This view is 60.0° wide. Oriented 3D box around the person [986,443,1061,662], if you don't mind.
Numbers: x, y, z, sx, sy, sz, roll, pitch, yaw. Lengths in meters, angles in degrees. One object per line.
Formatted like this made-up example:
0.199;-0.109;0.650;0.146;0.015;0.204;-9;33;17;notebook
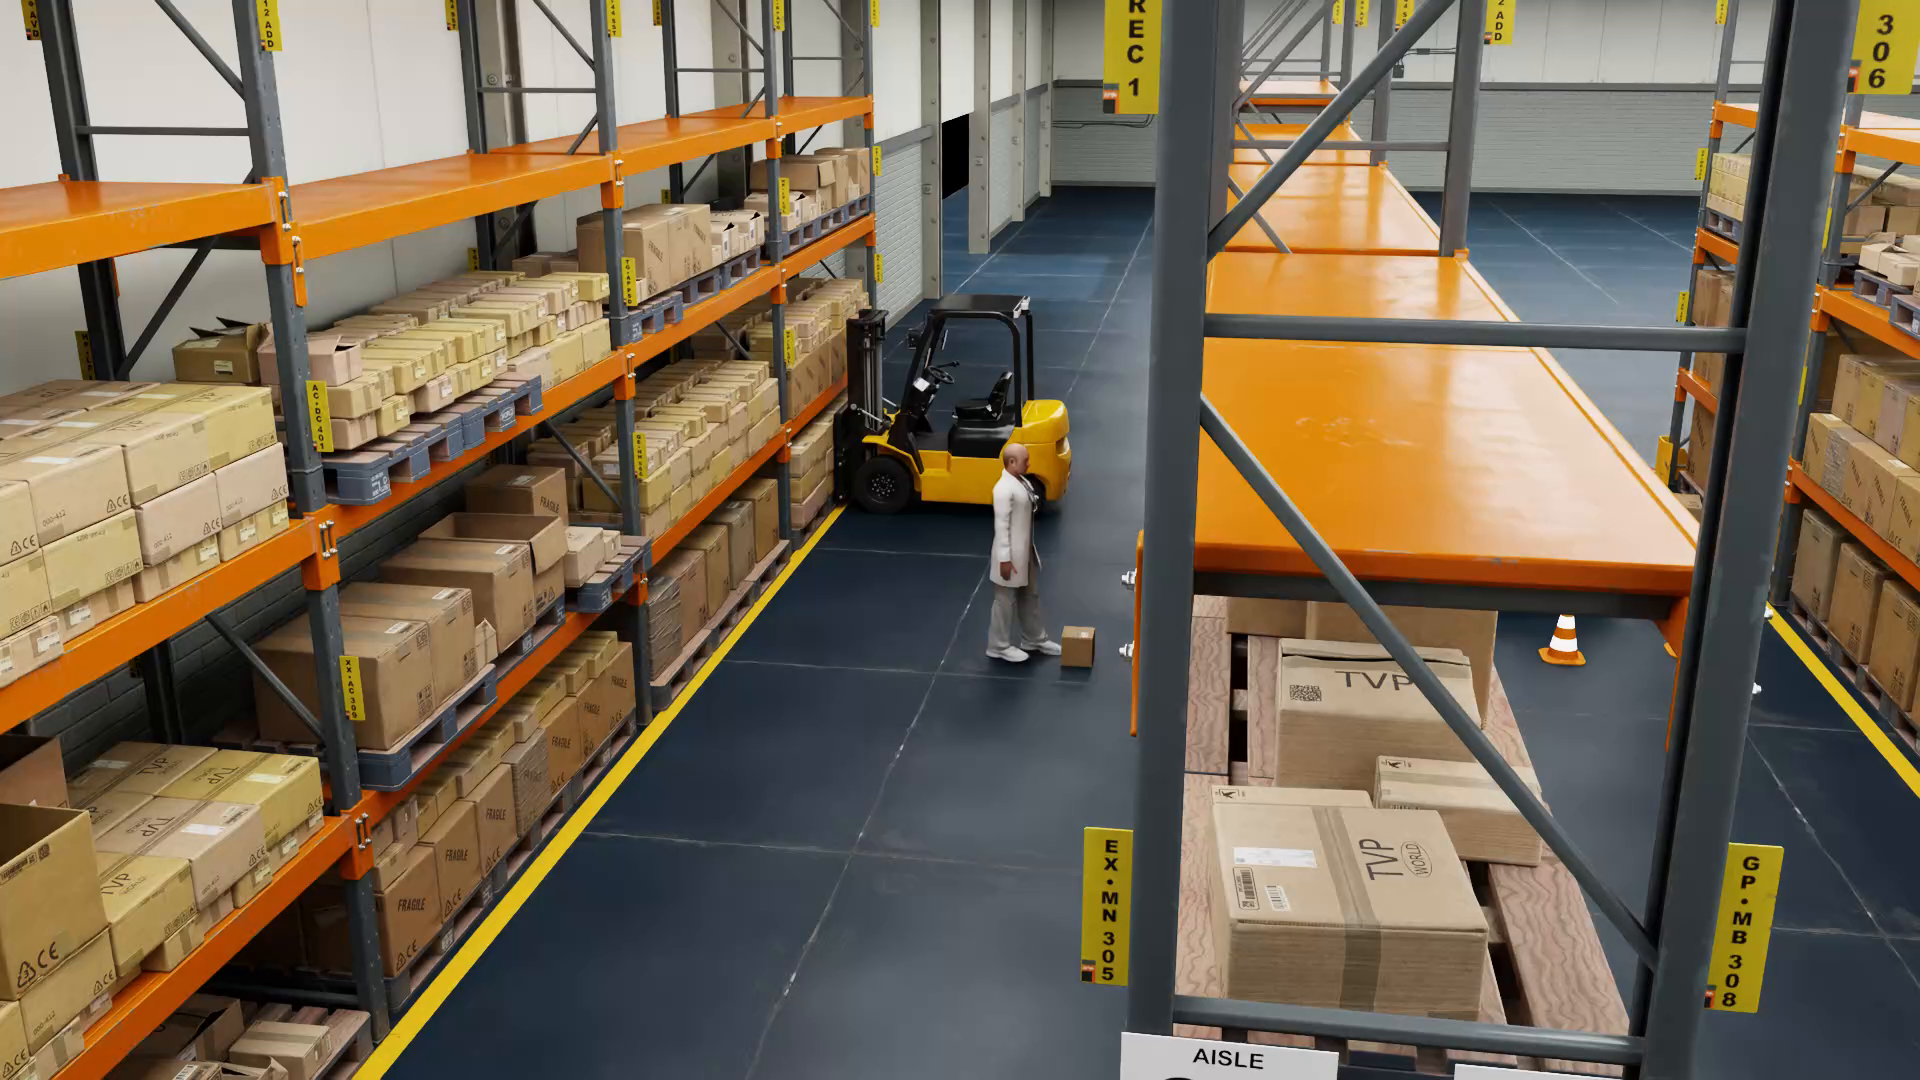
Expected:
0.515;0.110;13.223;0.611;1.785;0.635;5;18;16;person
